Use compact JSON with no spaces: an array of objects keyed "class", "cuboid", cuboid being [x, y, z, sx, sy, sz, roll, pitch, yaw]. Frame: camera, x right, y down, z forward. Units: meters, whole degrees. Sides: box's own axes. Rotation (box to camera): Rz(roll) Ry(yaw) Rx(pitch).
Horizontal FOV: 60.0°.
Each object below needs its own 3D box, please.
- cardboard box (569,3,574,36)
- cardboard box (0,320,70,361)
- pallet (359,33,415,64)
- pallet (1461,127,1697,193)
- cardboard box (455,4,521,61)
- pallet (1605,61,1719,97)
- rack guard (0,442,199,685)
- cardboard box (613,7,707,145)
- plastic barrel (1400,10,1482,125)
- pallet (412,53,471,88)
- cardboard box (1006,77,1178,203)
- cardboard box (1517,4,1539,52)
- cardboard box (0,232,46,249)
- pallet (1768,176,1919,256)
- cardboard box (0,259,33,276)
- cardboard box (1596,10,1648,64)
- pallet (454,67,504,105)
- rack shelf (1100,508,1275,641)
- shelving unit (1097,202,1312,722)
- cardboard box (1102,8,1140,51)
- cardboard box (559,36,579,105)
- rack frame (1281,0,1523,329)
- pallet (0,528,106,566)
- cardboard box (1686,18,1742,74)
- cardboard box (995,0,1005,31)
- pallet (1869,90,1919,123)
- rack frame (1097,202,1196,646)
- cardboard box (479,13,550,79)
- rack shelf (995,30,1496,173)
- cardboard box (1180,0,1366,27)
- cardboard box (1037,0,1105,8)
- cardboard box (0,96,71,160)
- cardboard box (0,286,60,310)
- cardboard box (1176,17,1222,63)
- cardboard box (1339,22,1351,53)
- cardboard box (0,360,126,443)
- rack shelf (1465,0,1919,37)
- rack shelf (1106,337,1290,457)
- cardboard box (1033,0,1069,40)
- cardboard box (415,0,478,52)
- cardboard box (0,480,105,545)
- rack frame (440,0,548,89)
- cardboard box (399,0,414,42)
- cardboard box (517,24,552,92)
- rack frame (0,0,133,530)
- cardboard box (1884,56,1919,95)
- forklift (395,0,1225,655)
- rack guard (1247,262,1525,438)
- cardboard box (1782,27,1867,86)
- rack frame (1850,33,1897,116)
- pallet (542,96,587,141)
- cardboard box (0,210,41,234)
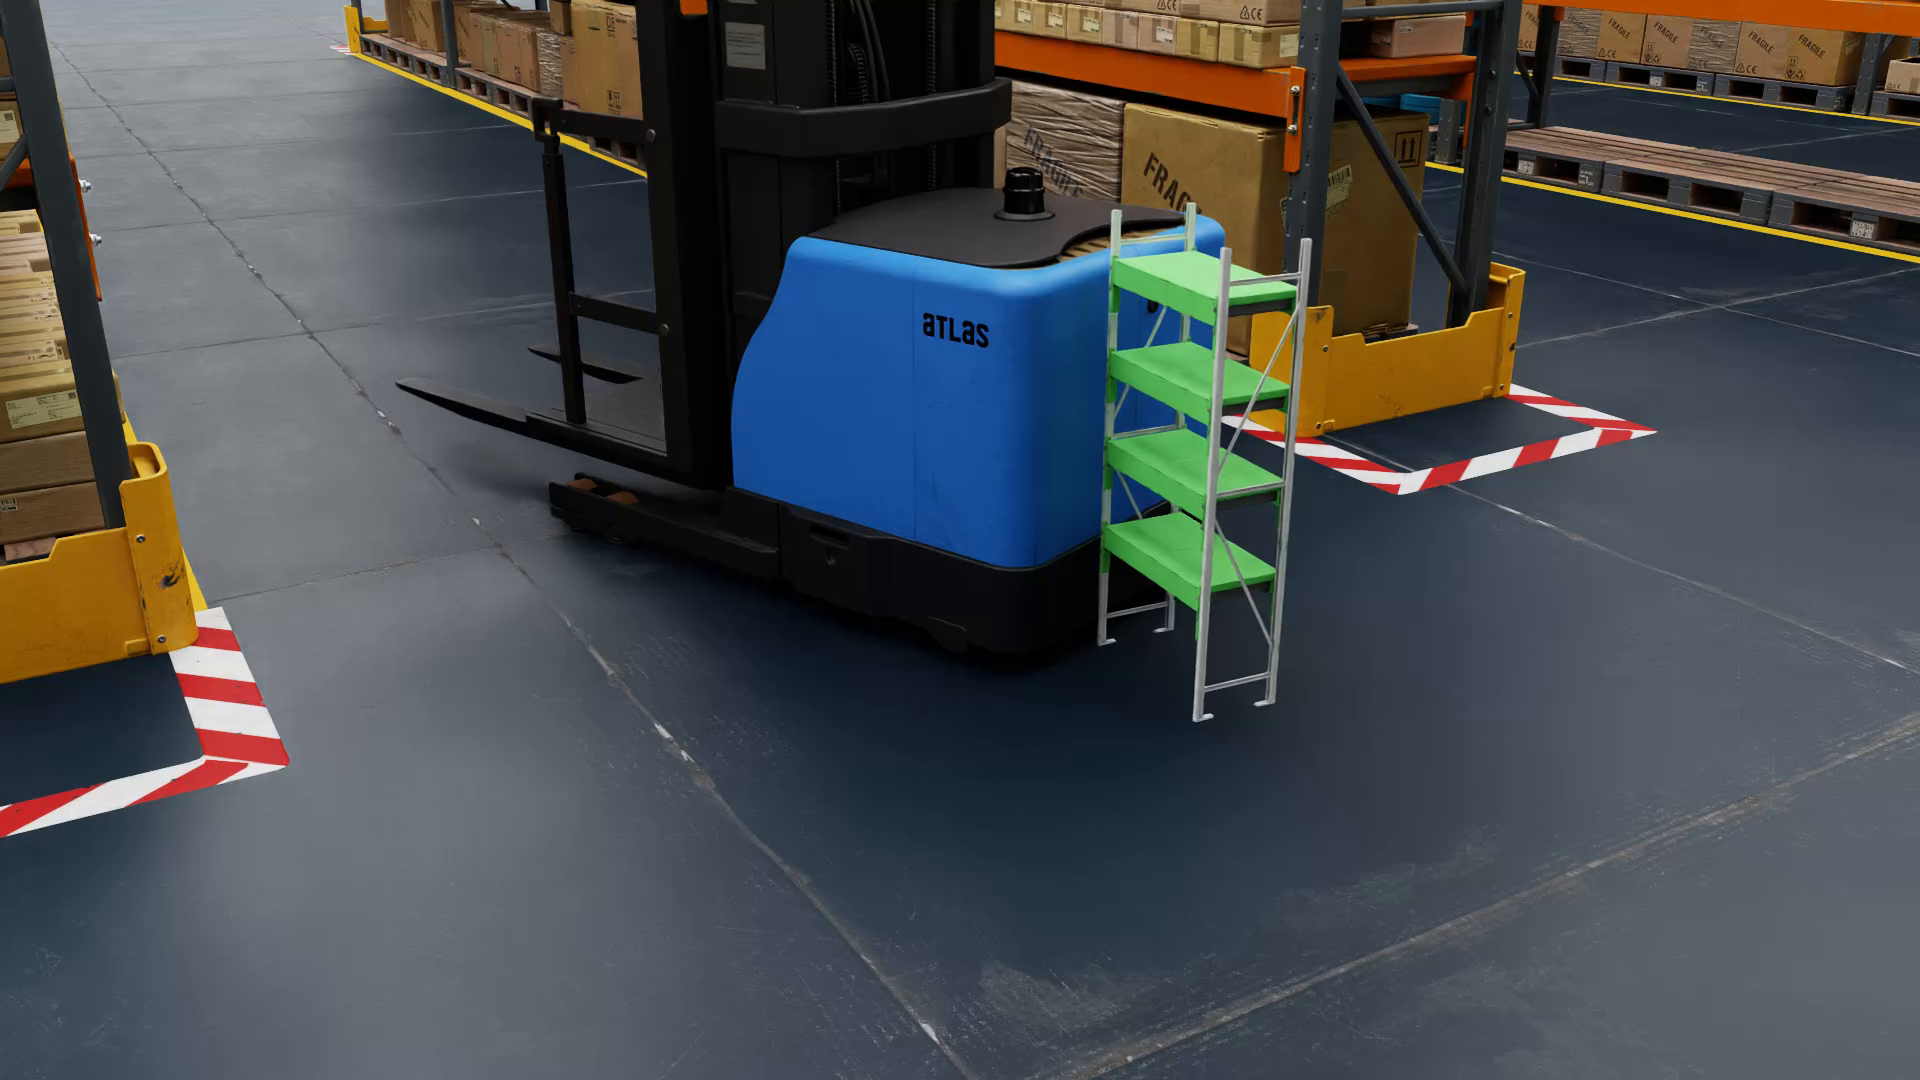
[{"class":"cardboard box","cuboid":[-2.786,-4.133,13.236,0.500,0.250,0.500,-11,25,-26]},{"class":"cardboard box","cuboid":[-2.886,-0.574,5.180,0.380,0.149,0.250,-13,25,-28]},{"class":"pallet","cuboid":[-6.081,-5.532,18.642,1.003,0.211,1.213,-13,25,-28]},{"class":"pallet","cuboid":[4.292,-2.664,11.586,1.003,0.211,1.213,-13,25,-28]},{"class":"cardboard box","cuboid":[-4.632,-4.997,16.385,0.500,0.500,0.500,-13,26,-30]},{"class":"pallet","cuboid":[7.068,-4.498,16.097,1.003,0.211,1.213,-13,25,-28]},{"class":"rack guard","cuboid":[-2.686,0.116,4.363,1.175,0.500,0.348,-13,25,-28]},{"class":"cardboard box","cuboid":[-1.635,-3.222,11.518,1.225,0.875,0.875,-13,25,-28]},{"class":"plastic barrel","cuboid":[3.620,-3.588,12.385,0.600,0.901,0.708,-13,25,-28]},{"class":"pallet","cuboid":[-4.835,-4.742,16.699,1.003,0.211,1.213,-13,25,-28]},{"class":"cardboard box","cuboid":[0.808,-1.636,7.616,0.875,0.875,0.875,-13,25,-28]},{"class":"cardboard box","cuboid":[6.087,-5.276,17.045,0.500,0.500,0.500,-11,25,-26]},{"class":"cardboard box","cuboid":[-3.704,-1.074,6.408,0.380,0.149,0.250,-14,26,-31]},{"class":"pallet","cuboid":[5.538,-1.874,9.643,1.003,0.211,1.213,-13,25,-28]},{"class":"cardboard box","cuboid":[-3.523,-0.887,5.949,0.380,0.149,0.250,-13,25,-28]},{"class":"cardboard box","cuboid":[6.611,-4.945,16.229,0.500,0.500,0.500,-13,25,-29]},{"class":"pallet","cuboid":[-4.063,-4.280,15.561,1.003,0.211,1.213,-13,25,-28]},{"class":"rack shelf","cuboid":[0.595,0.080,4.329,0.258,0.148,0.480,-10,24,-23]},{"class":"shelving unit","cuboid":[0.595,-0.202,4.214,0.258,1.200,0.503,-10,24,-23]},{"class":"cardboard box","cuboid":[0.814,-2.121,6.880,0.380,0.149,0.250,-12,25,-27]},{"class":"cardboard box","cuboid":[-2.778,-3.788,13.382,0.700,0.500,0.500,-14,26,-31]},{"class":"rack frame","cuboid":[1.668,-1.939,6.099,1.000,3.000,0.127,-13,25,-28]},{"class":"pallet","cuboid":[-3.071,-0.020,5.081,1.003,0.211,1.213,-13,25,-28]},{"class":"cardboard box","cuboid":[7.144,-4.613,15.412,0.500,0.500,0.500,-12,25,-28]},{"class":"cardboard box","cuboid":[0.288,-2.454,7.698,0.380,0.149,0.250,-13,26,-30]},{"class":"pallet","cuboid":[8.493,-3.624,13.947,1.003,0.211,1.213,-13,25,-28]},{"class":"rack frame","cuboid":[0.490,-0.285,4.419,0.240,1.200,0.015,-10,24,-23]},{"class":"cardboard box","cuboid":[-3.939,-4.509,15.155,0.700,0.500,0.500,-13,25,-29]},{"class":"rack shelf","cuboid":[0.647,-2.253,7.827,1.077,0.370,4.000,-13,25,-28]},{"class":"cardboard box","cuboid":[1.192,-2.113,6.331,0.500,0.250,0.500,-13,26,-29]},{"class":"cardboard box","cuboid":[0.674,-2.442,7.141,0.500,0.250,0.500,-14,26,-30]},{"class":"cardboard box","cuboid":[-2.531,-1.069,4.292,0.380,0.149,0.250,-13,25,-29]},{"class":"cardboard box","cuboid":[-3.217,-0.730,5.563,0.380,0.149,0.250,-12,25,-26]},{"class":"cardboard box","cuboid":[1.069,-1.958,6.480,0.380,0.149,0.250,-12,25,-28]},{"class":"cardboard box","cuboid":[1.638,-2.084,6.788,0.380,0.149,0.250,-13,25,-29]},{"class":"cardboard box","cuboid":[-2.623,-0.402,4.756,0.380,0.149,0.250,-14,26,-31]},{"class":"rack shelf","cuboid":[4.905,-3.206,10.171,1.077,0.370,4.000,-13,25,-28]},{"class":"rack shelf","cuboid":[0.595,-0.365,4.148,0.258,0.148,0.480,-10,24,-23]},{"class":"cardboard box","cuboid":[0.547,-2.289,7.293,0.380,0.149,0.250,-13,25,-28]},{"class":"cardboard box","cuboid":[-5.315,-5.367,17.294,0.500,0.500,0.500,-15,27,-33]},{"class":"cardboard box","cuboid":[-2.640,-0.123,4.858,0.380,0.149,0.250,-12,25,-27]},{"class":"rack frame","cuboid":[-4.462,-5.824,15.656,1.000,3.000,0.127,-13,25,-28]},{"class":"cardboard box","cuboid":[-5.865,-5.763,18.268,0.500,0.500,0.500,-6,23,-14]},{"class":"cardboard box","cuboid":[-3.368,-4.147,14.266,0.700,0.500,0.500,-10,24,-24]},{"class":"rack frame","cuboid":[-2.647,-1.018,3.832,1.000,3.000,0.127,-13,25,-28]},{"class":"cardboard box","cuboid":[8.172,-3.919,13.956,0.500,0.311,0.500,-13,25,-28]},{"class":"forklift","cuboid":[-0.702,-1.482,5.066,3.031,2.935,1.130,17,27,35]},{"class":"rack guard","cuboid":[1.680,-0.773,6.550,1.175,0.500,0.348,-13,25,-28]},{"class":"cardboard box","cuboid":[7.645,-4.289,14.614,0.500,0.500,0.500,-13,25,-29]},{"class":"rack frame","cuboid":[8.143,-5.138,13.969,1.000,3.000,0.127,-13,25,-28]},{"class":"pallet","cuboid":[-2.816,-3.490,13.618,1.003,0.211,1.213,-13,25,-28]},{"class":"cardboard box","cuboid":[-3.987,-1.243,6.823,0.380,0.149,0.250,-13,25,-29]}]
